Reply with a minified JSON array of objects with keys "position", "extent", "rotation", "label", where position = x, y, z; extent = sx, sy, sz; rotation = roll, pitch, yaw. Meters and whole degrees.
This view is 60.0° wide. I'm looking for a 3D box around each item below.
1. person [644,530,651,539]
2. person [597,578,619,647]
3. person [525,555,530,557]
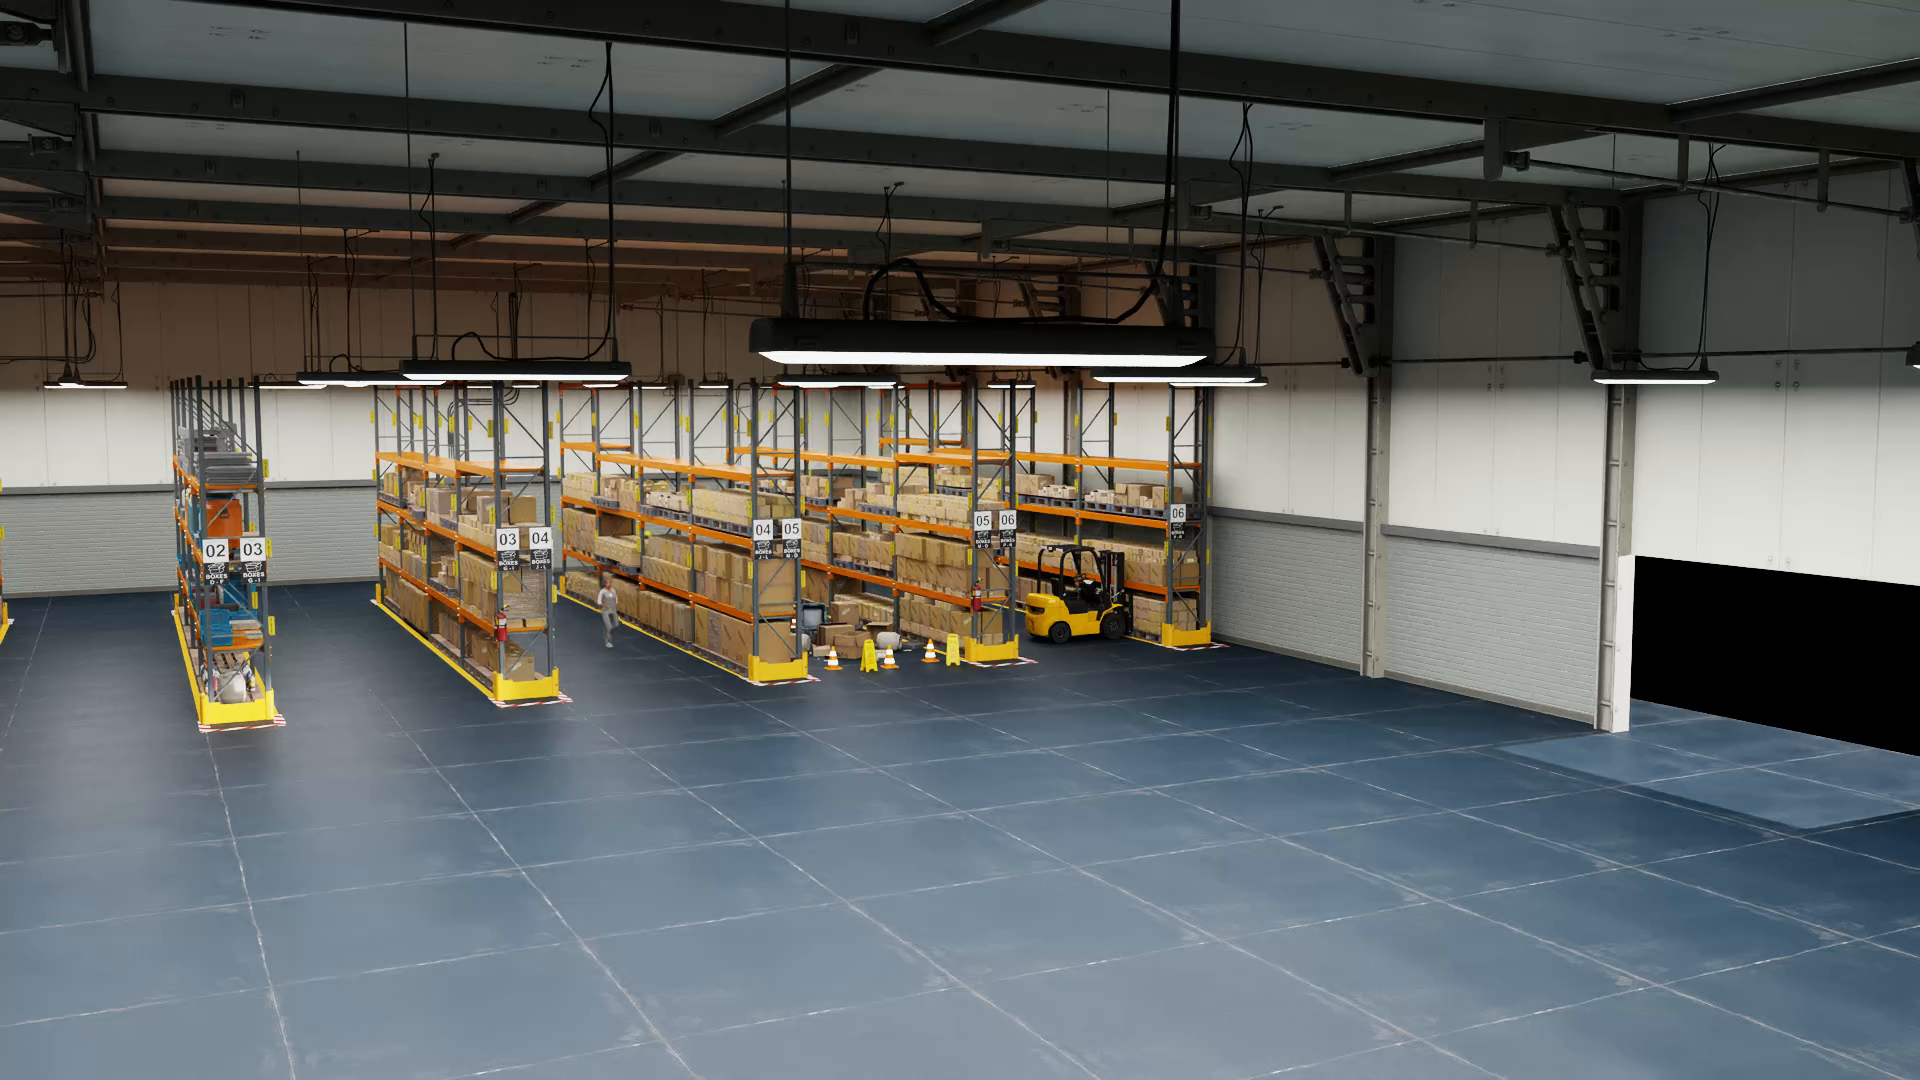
[{"position":[-8.927,0.620,47.587],"extent":[0.730,1.778,0.942],"rotation":[-2,6,-23],"label":"person"},{"position":[-7.858,1.631,37.276],"extent":[0.529,1.554,0.549],"rotation":[-4,6,-36],"label":"person"},{"position":[-12.196,0.696,47.882],"extent":[0.820,1.582,0.564],"rotation":[4,7,39],"label":"person"}]
